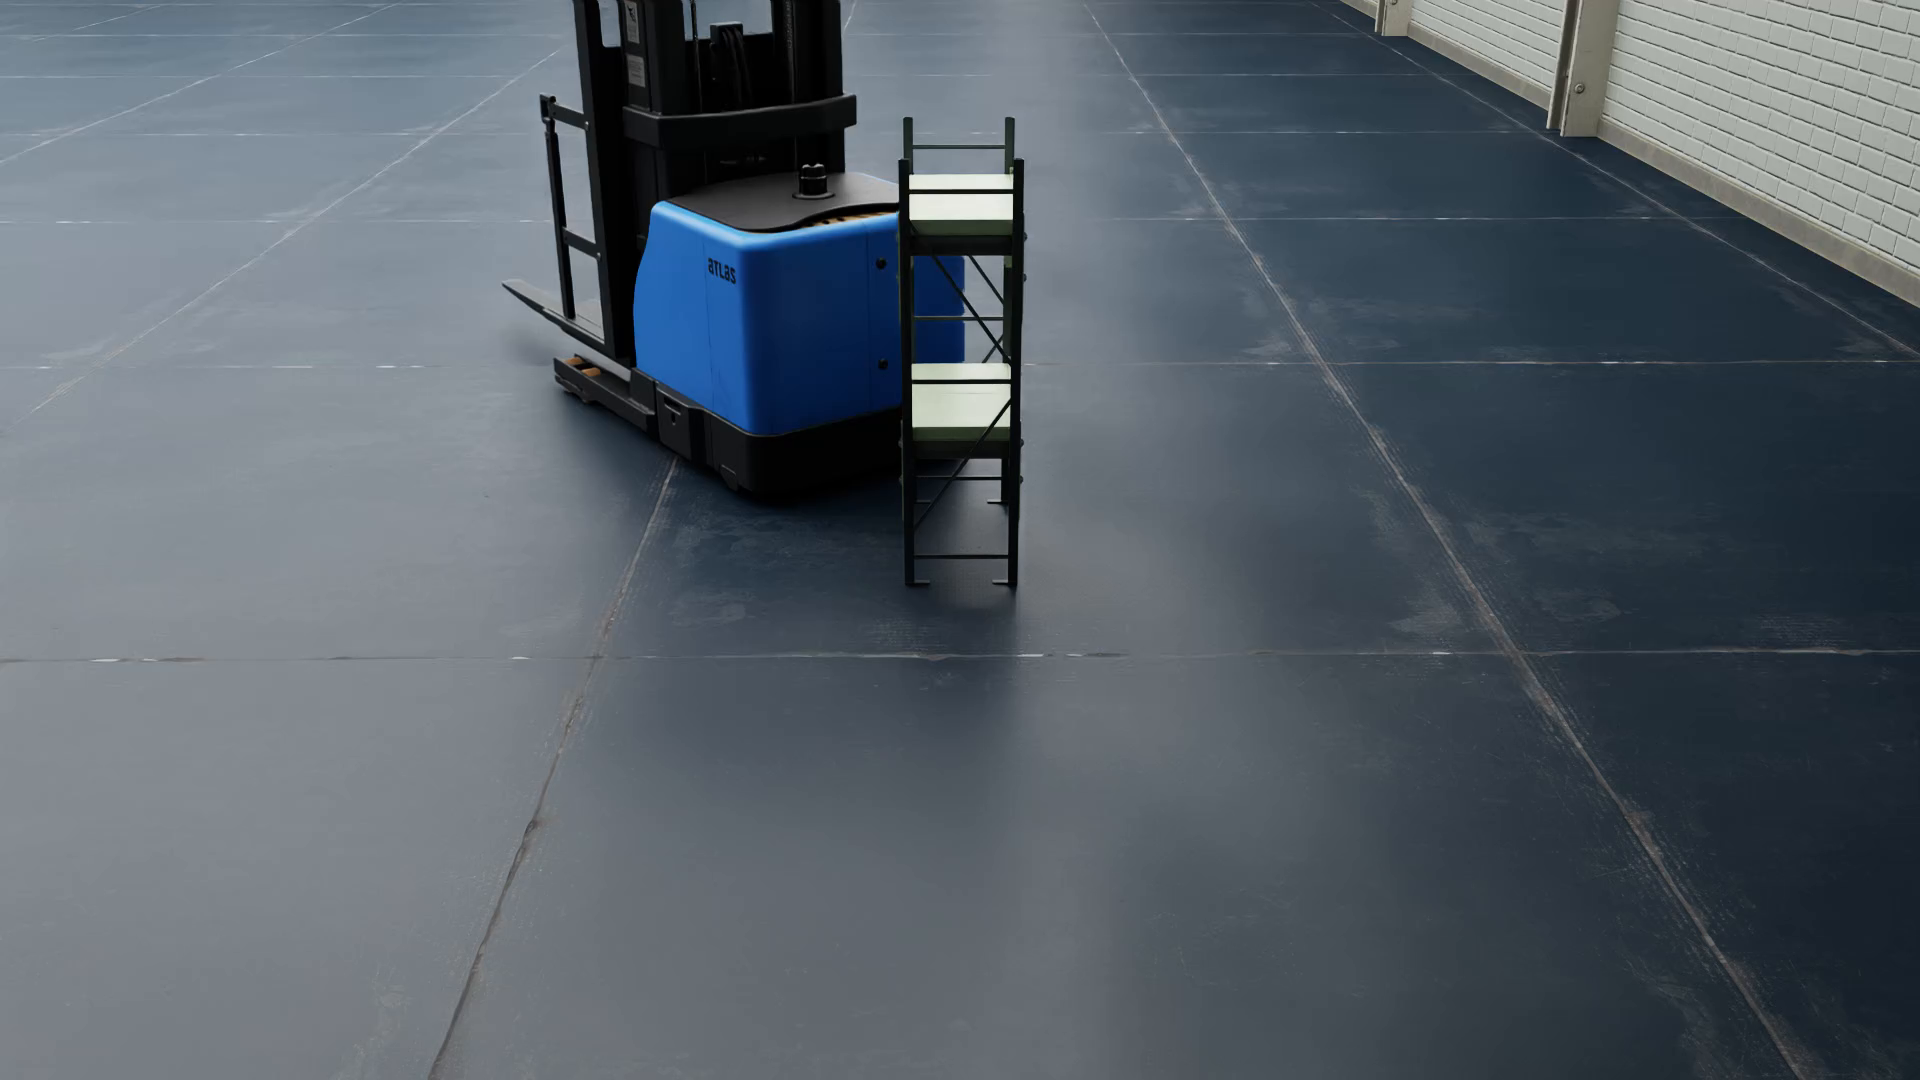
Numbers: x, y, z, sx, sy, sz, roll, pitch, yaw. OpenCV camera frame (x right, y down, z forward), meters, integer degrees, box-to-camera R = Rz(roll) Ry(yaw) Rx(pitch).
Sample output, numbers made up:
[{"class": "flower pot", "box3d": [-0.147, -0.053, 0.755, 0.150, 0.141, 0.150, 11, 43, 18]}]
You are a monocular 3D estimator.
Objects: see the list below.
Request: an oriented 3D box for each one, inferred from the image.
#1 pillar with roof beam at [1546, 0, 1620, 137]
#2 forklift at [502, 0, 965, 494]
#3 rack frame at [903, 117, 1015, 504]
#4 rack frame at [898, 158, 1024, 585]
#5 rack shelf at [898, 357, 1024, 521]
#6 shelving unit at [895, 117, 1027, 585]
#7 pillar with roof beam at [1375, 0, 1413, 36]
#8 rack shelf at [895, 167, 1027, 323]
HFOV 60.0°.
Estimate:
[{"class": "pillar with roof beam", "box3d": [0.733, -7.436, 11.771, 9.100, 9.000, 0.400, 0, 24, -1]}, {"class": "forklift", "box3d": [-1.238, -2.063, 7.254, 1.130, 2.935, 3.031, -17, 29, -32]}, {"class": "rack frame", "box3d": [-0.004, -0.831, 6.268, 0.400, 1.500, 0.023, 0, 24, -1]}, {"class": "rack frame", "box3d": [0.004, -0.530, 5.601, 0.400, 1.500, 0.023, 0, 24, -1]}, {"class": "rack shelf", "box3d": [0.000, -0.384, 6.069, 0.431, 0.370, 0.720, 0, 24, -1]}, {"class": "shelving unit", "box3d": [0.000, -0.681, 5.935, 0.431, 1.500, 0.755, 0, 24, -1]}, {"class": "pillar with roof beam", "box3d": [0.667, -9.908, 17.238, 9.100, 9.000, 0.400, 0, 24, -1]}, {"class": "rack shelf", "box3d": [0.000, -1.036, 5.774, 0.431, 0.370, 0.720, 0, 24, -1]}]
